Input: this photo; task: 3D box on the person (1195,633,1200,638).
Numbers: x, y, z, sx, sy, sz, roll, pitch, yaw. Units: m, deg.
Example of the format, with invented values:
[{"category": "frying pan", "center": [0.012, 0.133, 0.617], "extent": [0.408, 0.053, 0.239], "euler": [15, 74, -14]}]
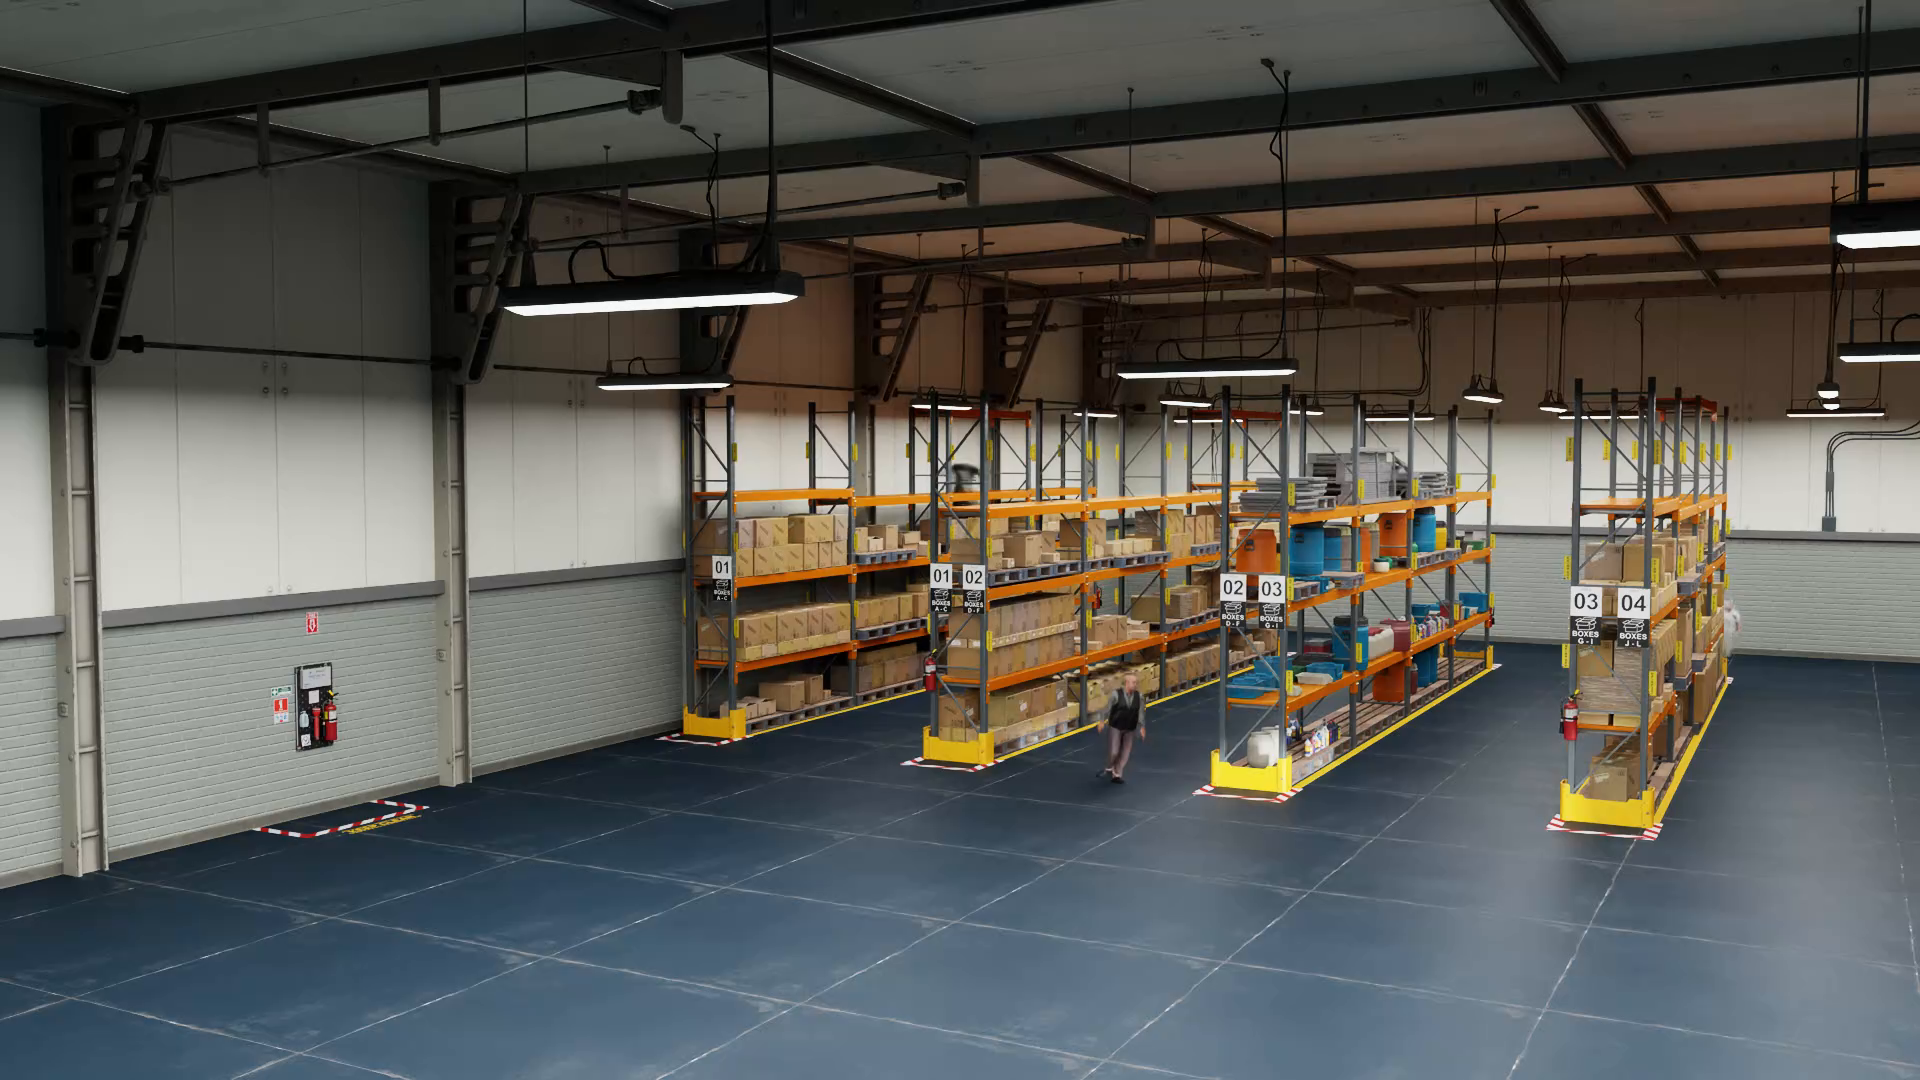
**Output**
[{"category": "person", "center": [6.038, 2.046, 43.285], "extent": [0.524, 1.401, 1.029], "euler": [-3, 4, -40]}]

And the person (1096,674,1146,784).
[{"category": "person", "center": [2.431, 2.846, 25.072], "extent": [0.691, 1.683, 0.546], "euler": [-1, 3, -16]}]

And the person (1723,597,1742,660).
[{"category": "person", "center": [17.374, 2.157, 37.725], "extent": [0.704, 1.730, 0.566], "euler": [0, 3, 0]}]
